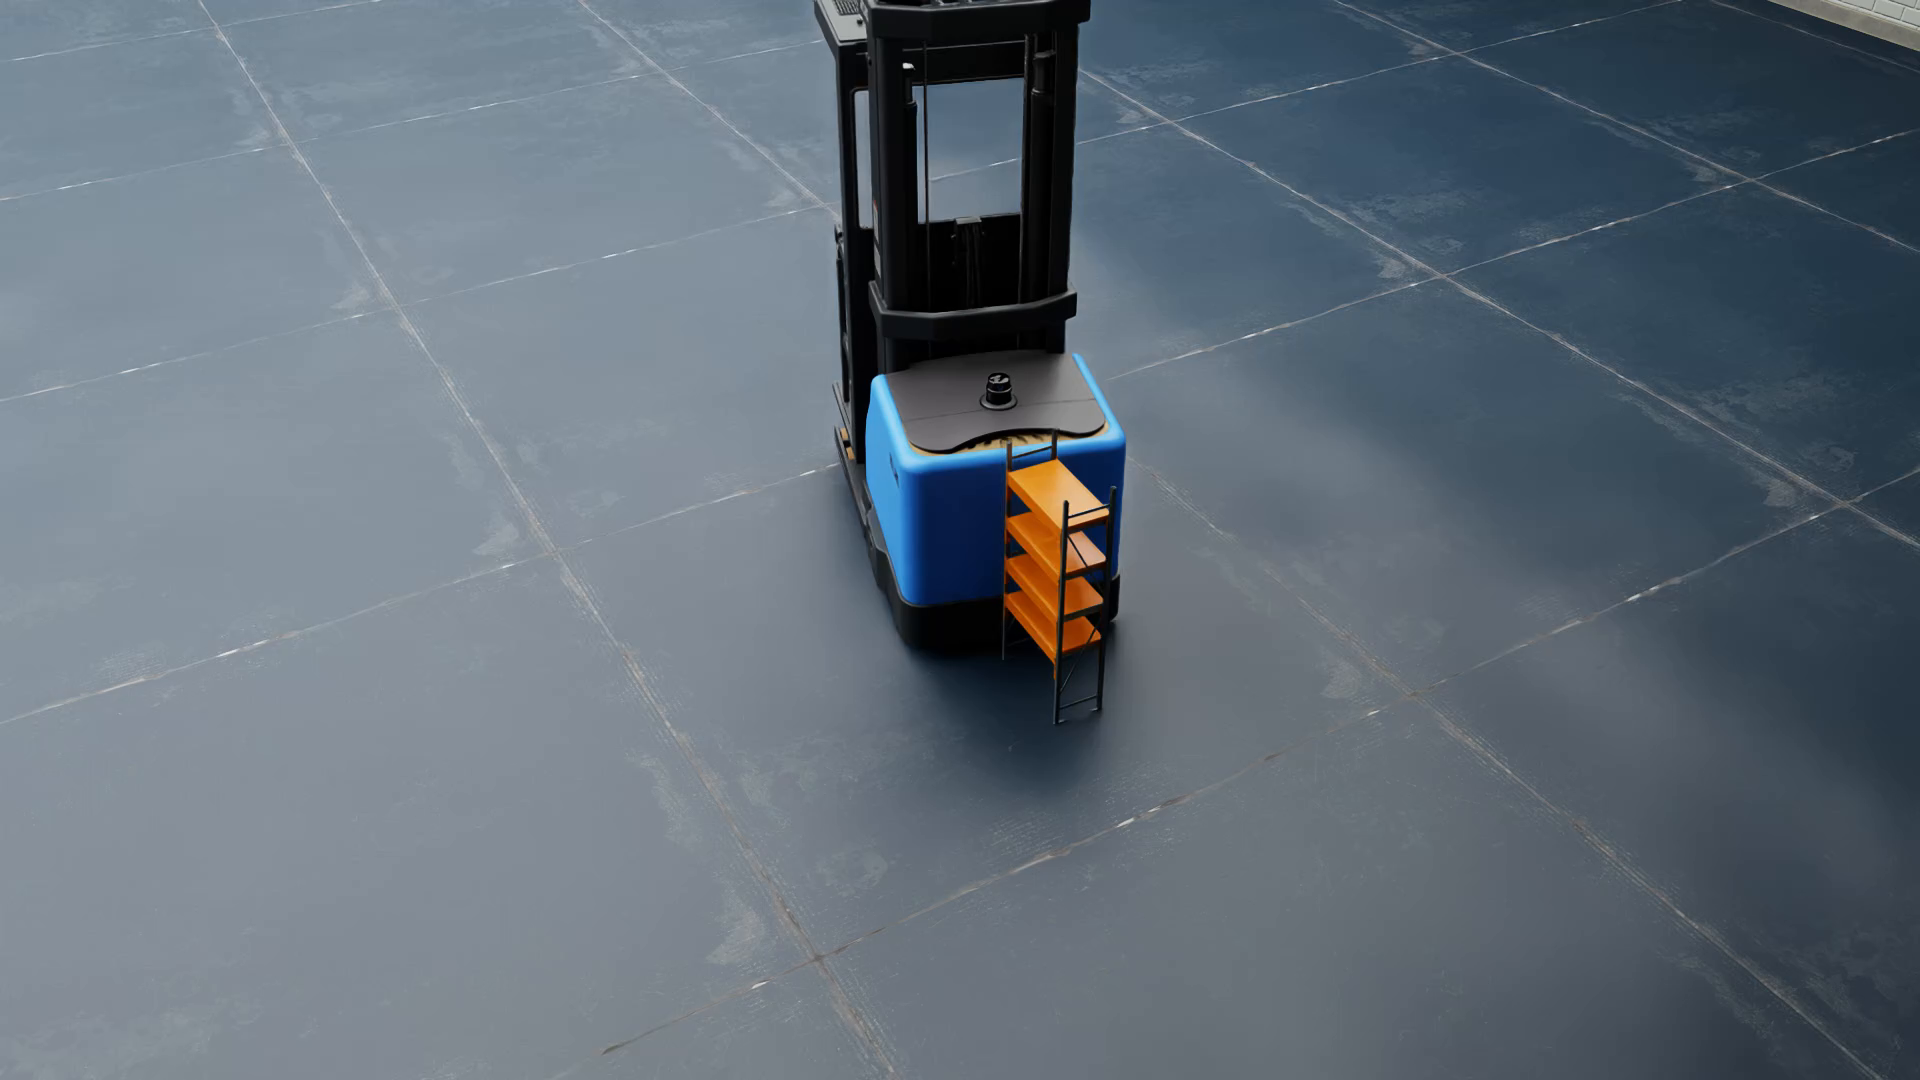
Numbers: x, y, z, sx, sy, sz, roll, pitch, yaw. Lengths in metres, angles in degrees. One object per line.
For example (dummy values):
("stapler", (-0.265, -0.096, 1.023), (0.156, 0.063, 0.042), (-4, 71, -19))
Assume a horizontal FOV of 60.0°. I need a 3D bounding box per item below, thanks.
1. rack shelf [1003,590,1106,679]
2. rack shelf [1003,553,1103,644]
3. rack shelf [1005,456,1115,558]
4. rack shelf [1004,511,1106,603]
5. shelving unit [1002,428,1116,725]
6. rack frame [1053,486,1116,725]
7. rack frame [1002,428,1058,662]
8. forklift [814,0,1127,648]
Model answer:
("rack shelf", (0.414, 0.387, 7.381), (0.258, 0.148, 0.480), (-16, 39, -21))
("rack shelf", (0.414, 0.227, 7.264), (0.258, 0.148, 0.480), (-16, 39, -21))
("rack shelf", (0.415, -0.145, 6.993), (0.258, 0.148, 0.480), (-16, 39, -21))
("rack shelf", (0.414, 0.046, 7.132), (0.258, 0.148, 0.480), (-16, 39, -21))
("shelving unit", (0.414, 0.172, 7.224), (0.258, 1.200, 0.503), (-16, 39, -21))
("rack frame", (0.523, 0.301, 7.048), (0.240, 1.200, 0.015), (-16, 39, -21))
("rack frame", (0.306, 0.043, 7.401), (0.240, 1.200, 0.015), (-16, 39, -21))
("forklift", (-0.064, -1.555, 8.121), (1.130, 2.935, 3.031), (-7, 37, -10))
